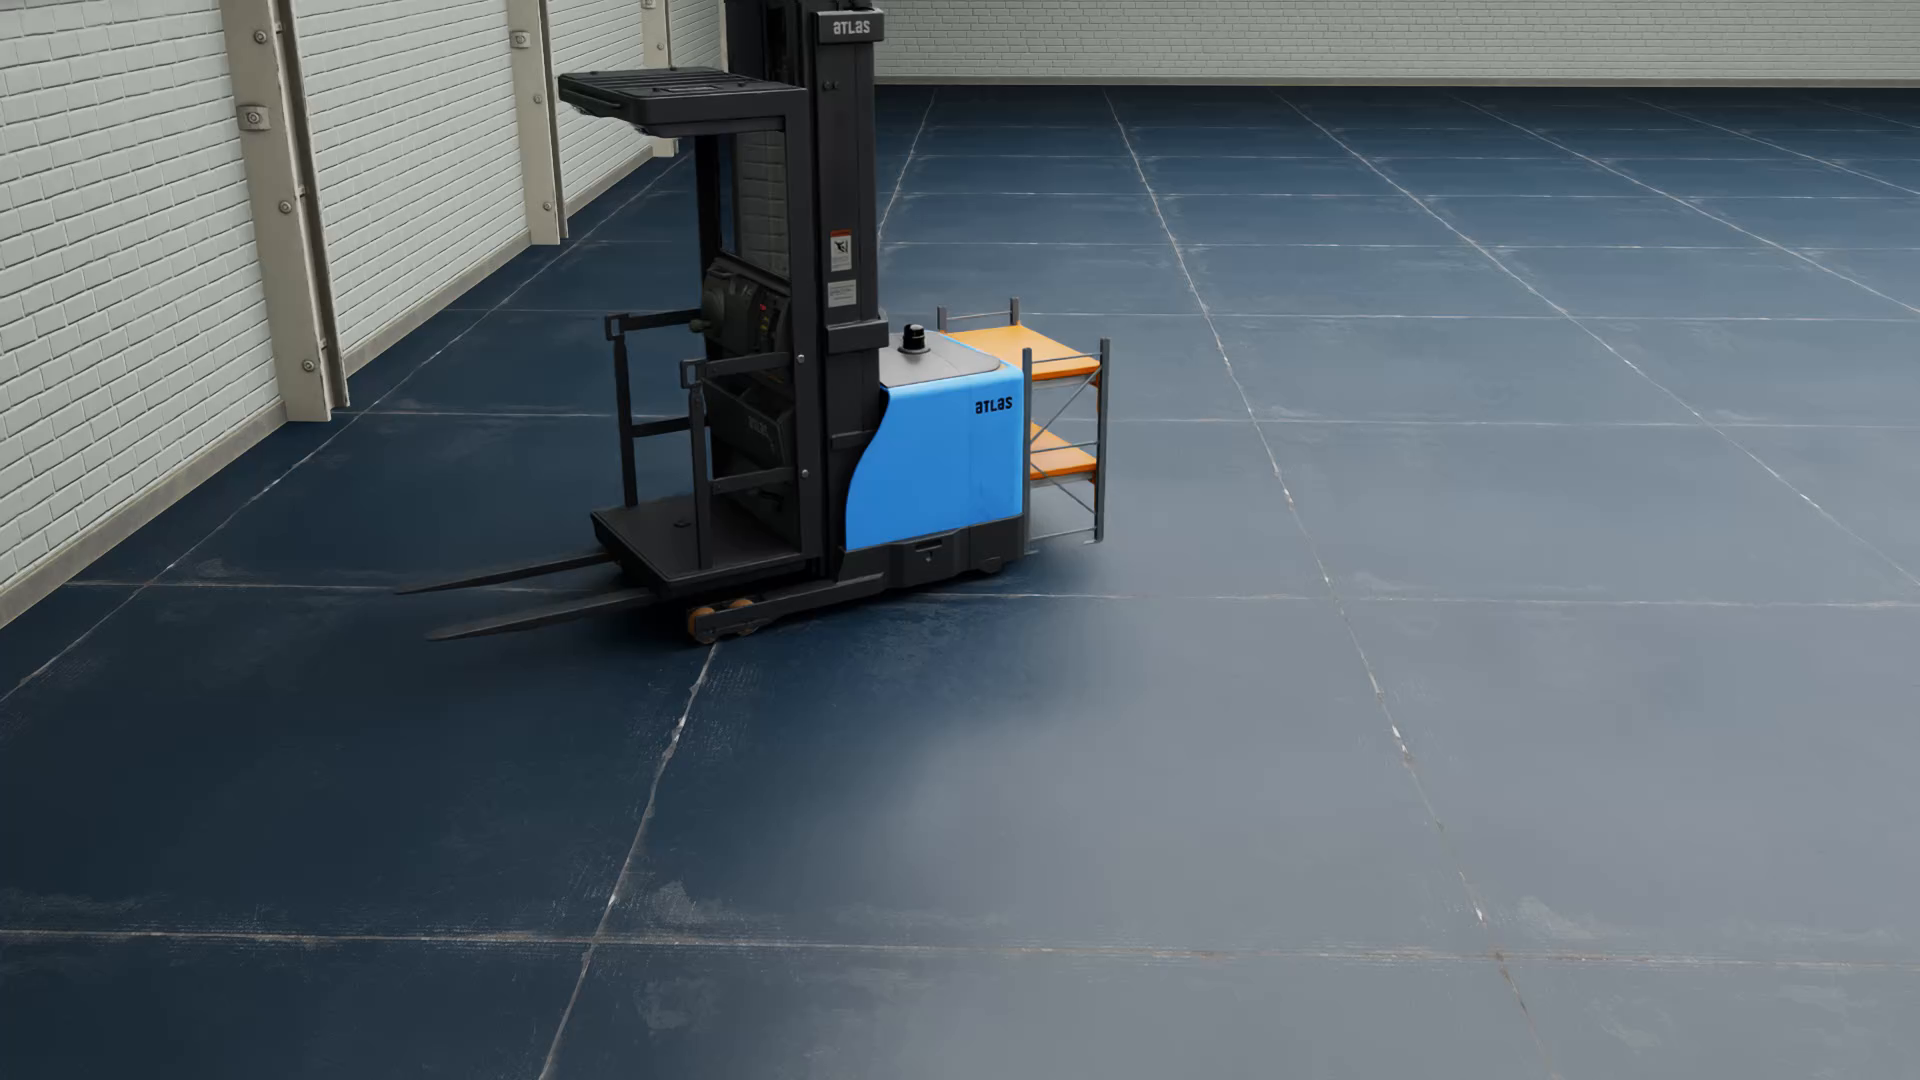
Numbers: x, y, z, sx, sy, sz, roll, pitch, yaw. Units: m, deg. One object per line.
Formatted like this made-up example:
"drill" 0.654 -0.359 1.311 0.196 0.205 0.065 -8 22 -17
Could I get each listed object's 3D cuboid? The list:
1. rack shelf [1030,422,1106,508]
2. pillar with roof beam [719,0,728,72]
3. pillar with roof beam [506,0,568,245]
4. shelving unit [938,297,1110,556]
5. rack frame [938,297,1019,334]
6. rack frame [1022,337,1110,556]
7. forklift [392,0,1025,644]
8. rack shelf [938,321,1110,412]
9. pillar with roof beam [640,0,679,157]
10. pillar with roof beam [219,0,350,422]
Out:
"rack shelf" 0.326 -0.422 9.237 0.538 0.278 1.000 -10 23 -24
"pillar with roof beam" 0.500 -11.518 26.273 9.100 9.000 0.400 1 21 2
"pillar with roof beam" 0.135 -7.179 15.090 9.100 9.000 0.400 1 21 2
"shelving unit" 0.326 -0.650 9.149 0.538 1.125 1.048 -10 23 -24
"rack frame" 0.106 -0.816 9.576 0.500 1.125 0.032 -10 23 -24
"rack frame" 0.547 -0.484 8.722 0.500 1.125 0.032 -10 23 -24
"forklift" -1.198 -1.100 7.813 3.031 2.935 1.130 -12 24 -28
"rack shelf" 0.326 -0.923 9.043 0.538 0.278 1.000 -10 23 -24
"pillar with roof beam" 0.317 -9.348 20.682 9.100 9.000 0.400 1 21 2
"pillar with roof beam" -0.048 -5.009 9.499 9.100 9.000 0.400 1 21 2
